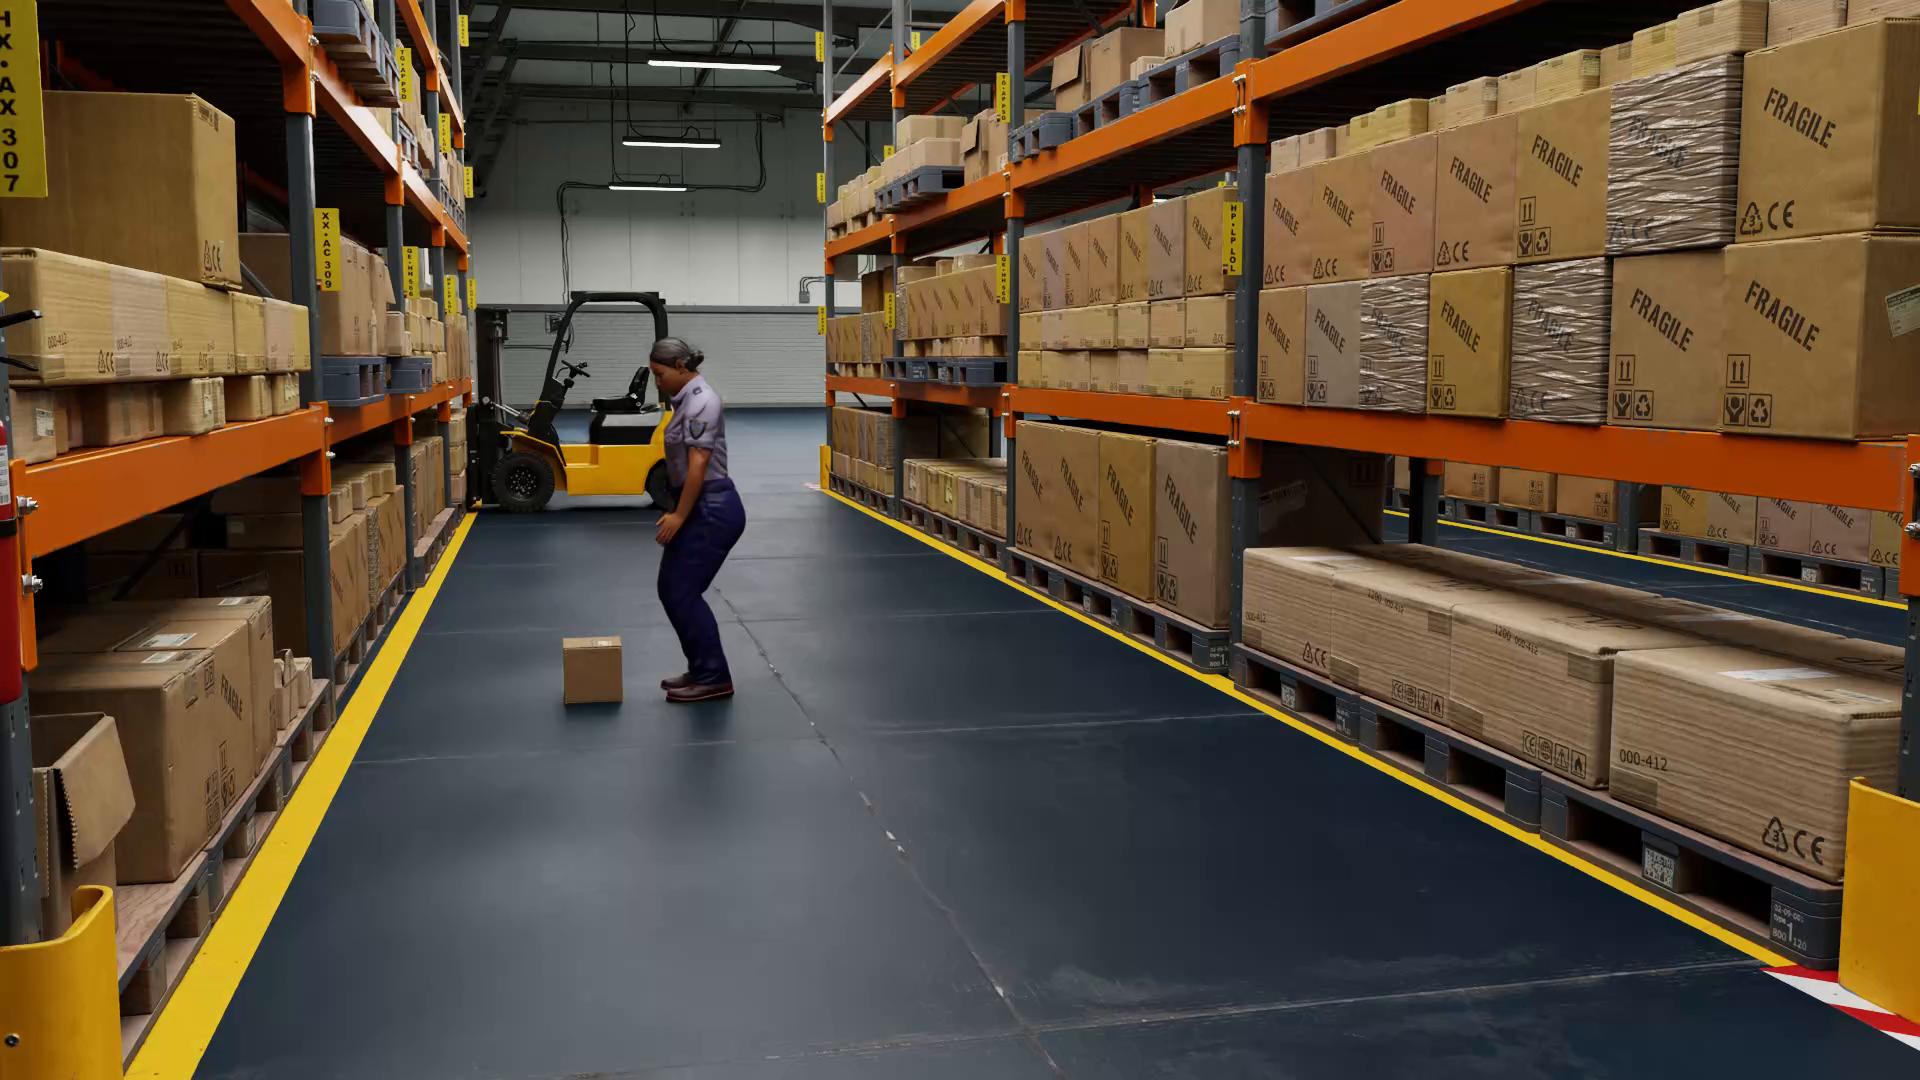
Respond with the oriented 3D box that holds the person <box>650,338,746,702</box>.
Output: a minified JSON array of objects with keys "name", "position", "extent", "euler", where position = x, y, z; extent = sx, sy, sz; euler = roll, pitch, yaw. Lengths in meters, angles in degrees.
[{"name":"person","position":[-1.160,-0.092,7.395],"extent":[0.407,1.599,0.500],"euler":[-1,6,-12]}]
